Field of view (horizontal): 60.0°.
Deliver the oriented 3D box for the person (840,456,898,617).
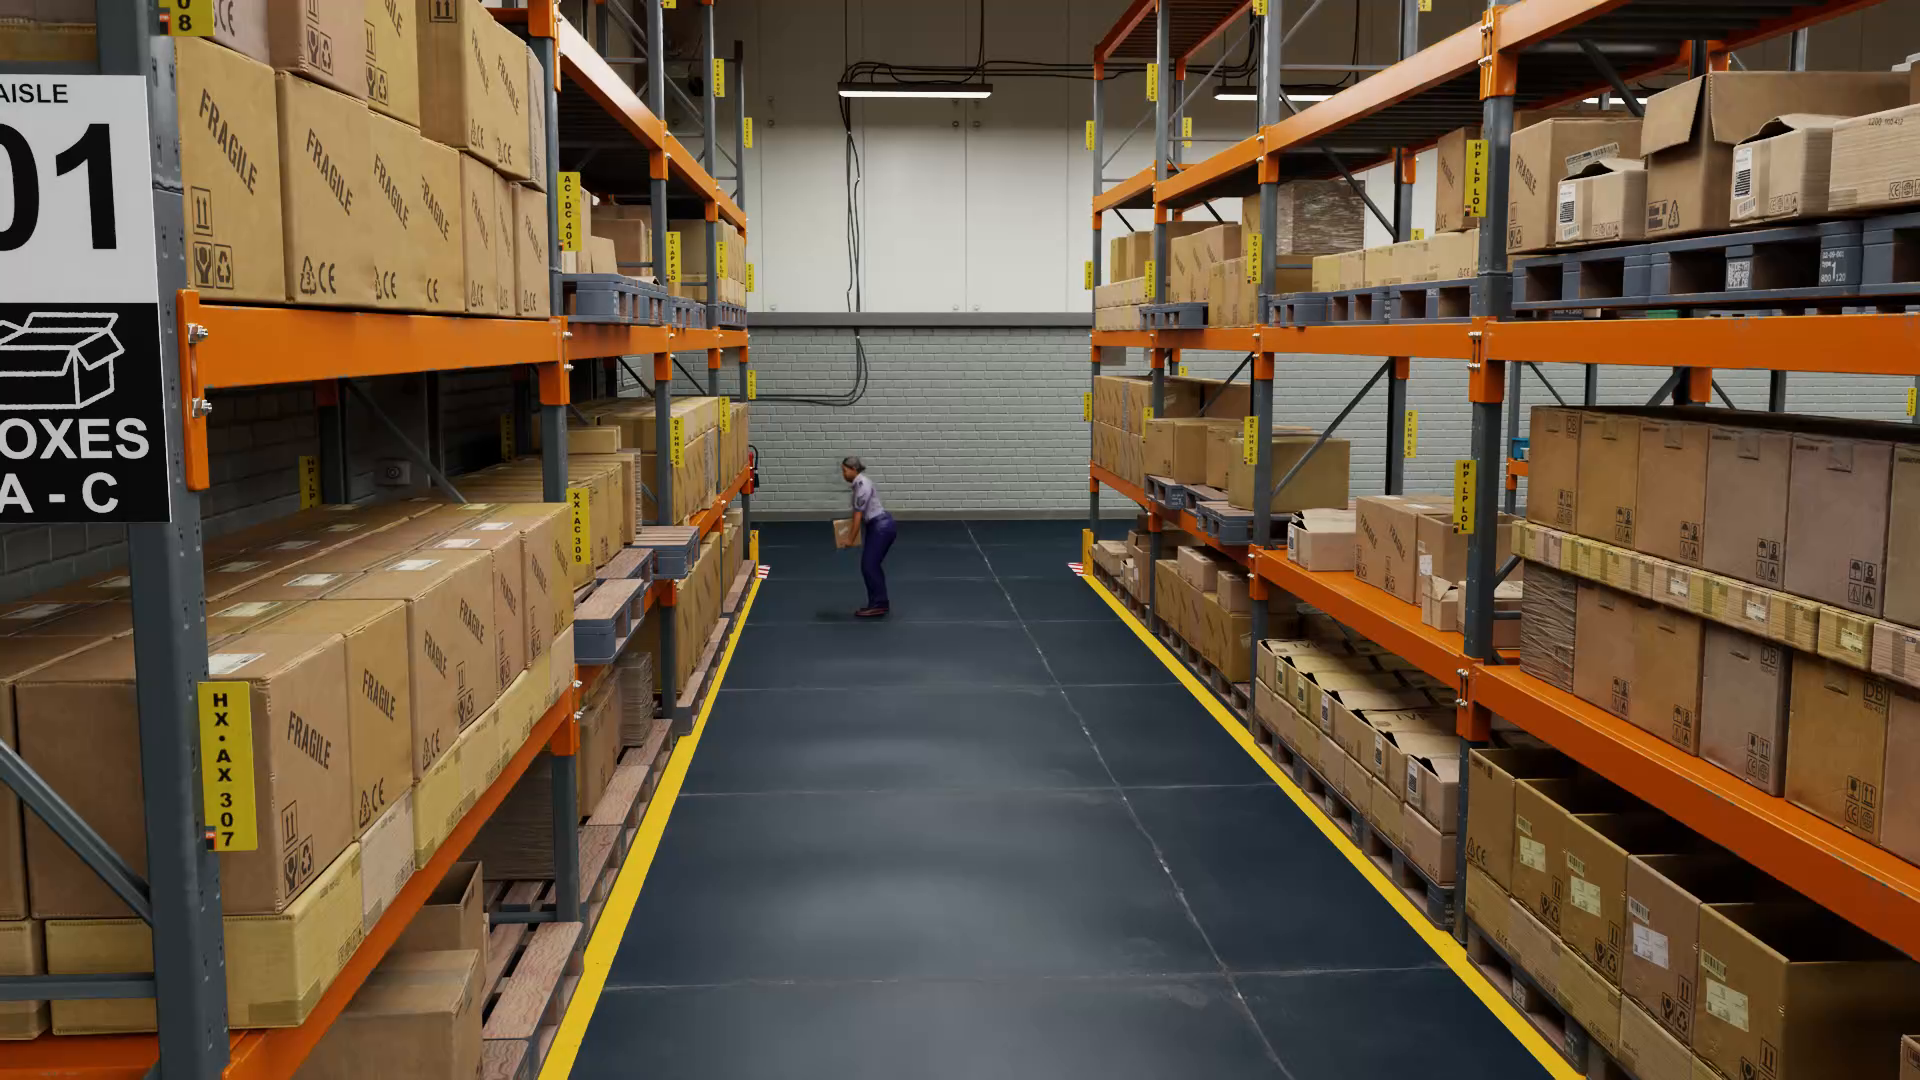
[{"bbox_3d":[-0.909,-0.044,16.484,0.576,1.582,0.438,-1,7,-5],"label":"person"}]
